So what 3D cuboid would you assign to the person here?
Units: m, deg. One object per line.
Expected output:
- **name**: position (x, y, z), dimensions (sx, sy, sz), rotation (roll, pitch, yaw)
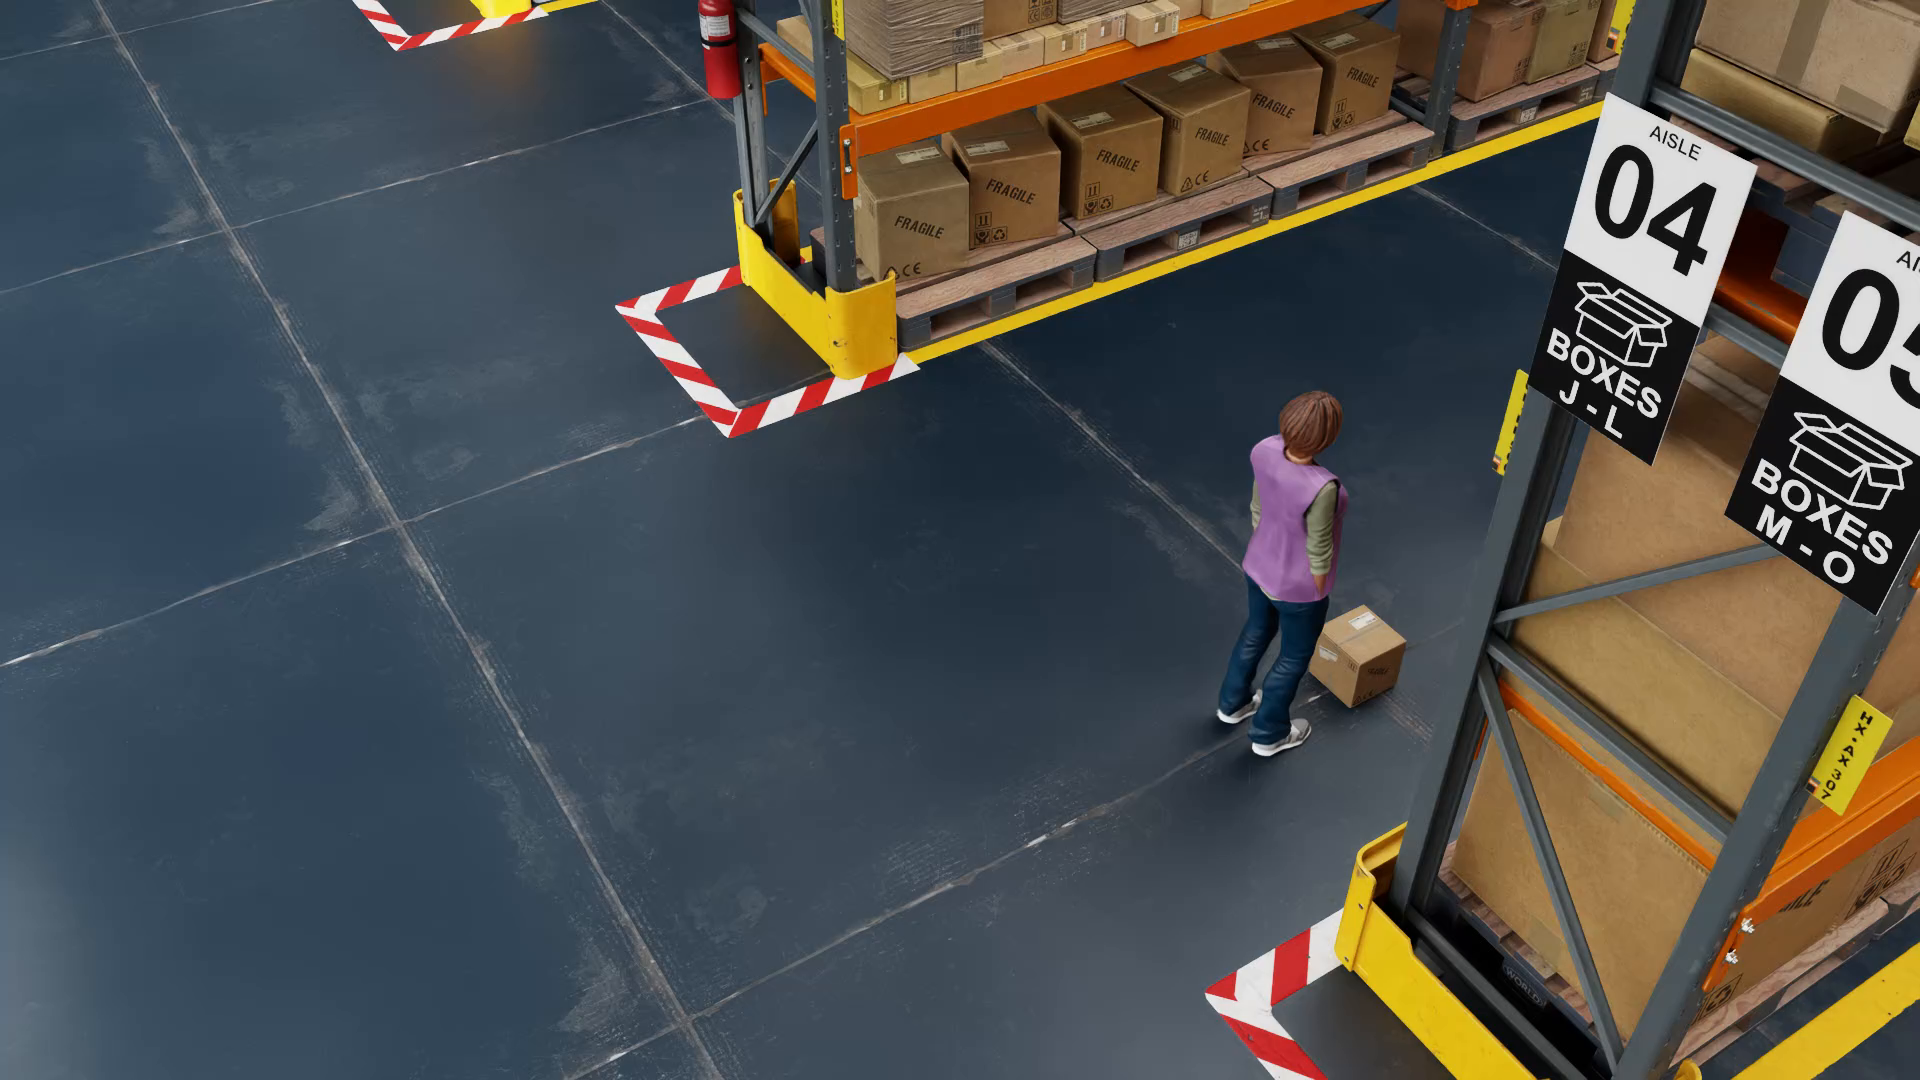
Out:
- **person**: position (1.178, 0.126, 6.037), dimensions (0.303, 1.604, 0.407), rotation (-22, 46, -23)
